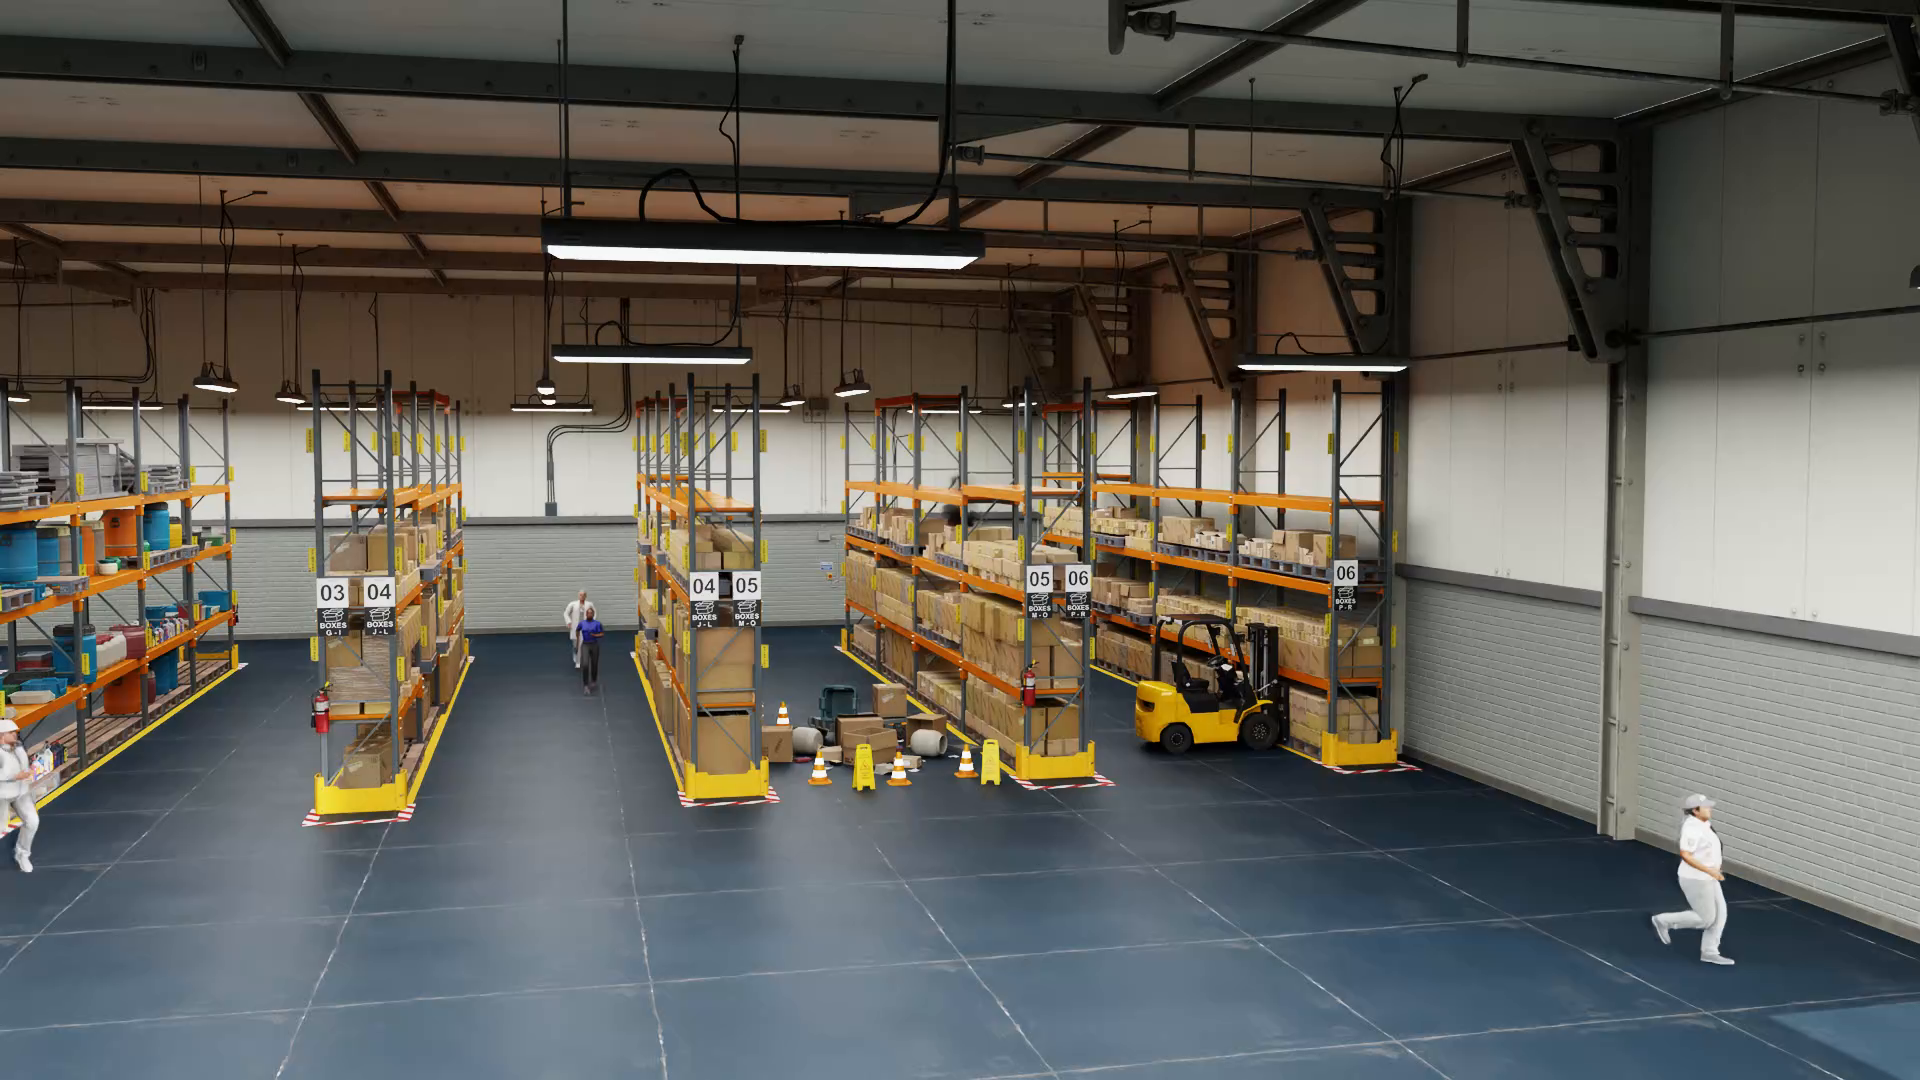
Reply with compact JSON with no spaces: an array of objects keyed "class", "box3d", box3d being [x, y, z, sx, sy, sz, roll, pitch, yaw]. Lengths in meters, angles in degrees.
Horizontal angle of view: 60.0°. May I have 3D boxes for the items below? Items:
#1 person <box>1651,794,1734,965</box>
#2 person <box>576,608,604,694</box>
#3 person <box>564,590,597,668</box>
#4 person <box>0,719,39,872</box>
[{"class":"person","box3d":[7.107,3.261,16.074,0.734,1.630,0.588,2,4,32]},{"class":"person","box3d":[-7.499,2.222,33.668,0.542,1.699,0.808,-1,3,-14]},{"class":"person","box3d":[-8.506,2.024,37.305,0.728,1.655,0.770,-1,3,-15]},{"class":"person","box3d":[-11.105,3.000,19.430,0.827,1.822,0.620,1,4,21]}]
